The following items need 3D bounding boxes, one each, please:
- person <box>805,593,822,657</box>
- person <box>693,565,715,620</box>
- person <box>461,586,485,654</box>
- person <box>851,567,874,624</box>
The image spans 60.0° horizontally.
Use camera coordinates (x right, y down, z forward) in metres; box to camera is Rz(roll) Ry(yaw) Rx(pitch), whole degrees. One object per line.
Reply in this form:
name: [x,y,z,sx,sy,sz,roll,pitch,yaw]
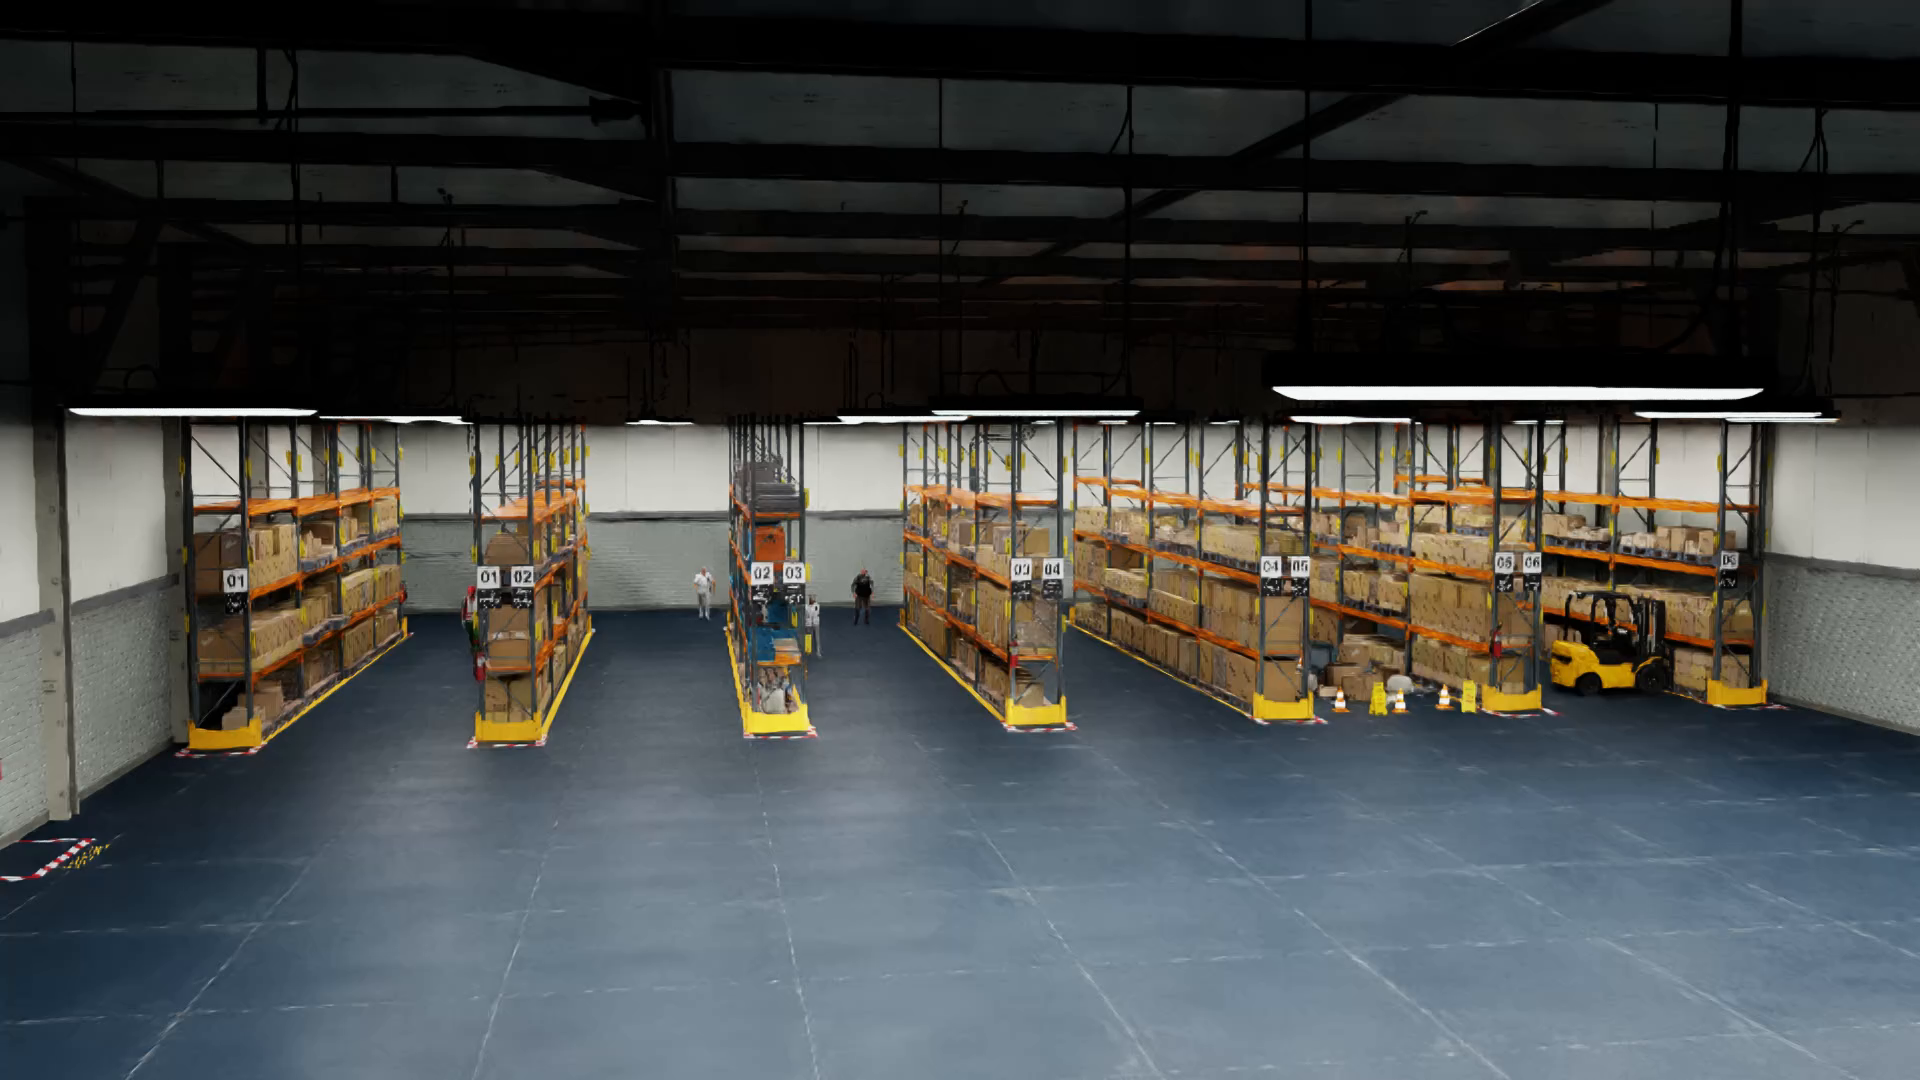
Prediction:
person: [-3.690,2.097,41.376,0.455,1.587,1.088,-1,4,-11]
person: [-7.655,1.549,49.719,0.628,1.599,0.828,0,4,-4]
person: [-12.330,1.997,42.034,0.553,1.709,1.123,0,4,-7]
person: [-2.818,1.615,48.258,0.677,1.674,0.534,-1,4,-11]
